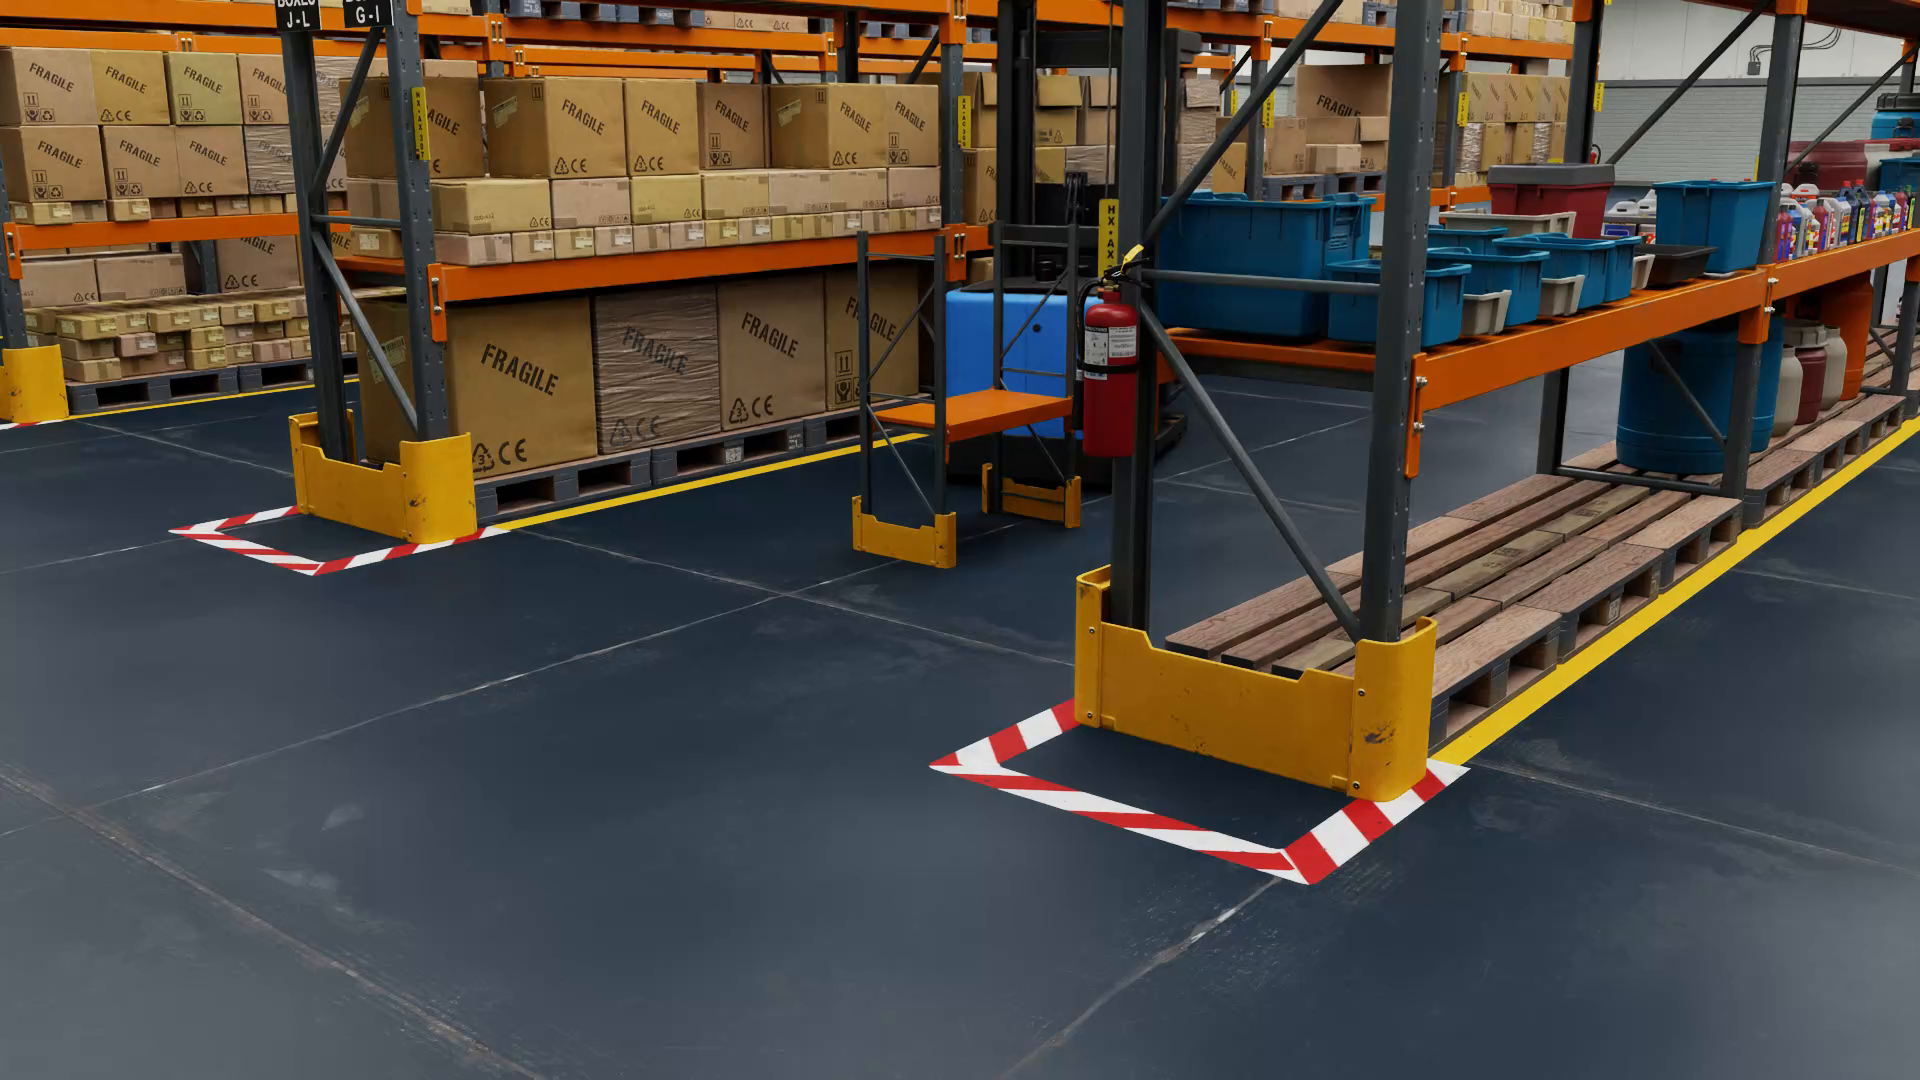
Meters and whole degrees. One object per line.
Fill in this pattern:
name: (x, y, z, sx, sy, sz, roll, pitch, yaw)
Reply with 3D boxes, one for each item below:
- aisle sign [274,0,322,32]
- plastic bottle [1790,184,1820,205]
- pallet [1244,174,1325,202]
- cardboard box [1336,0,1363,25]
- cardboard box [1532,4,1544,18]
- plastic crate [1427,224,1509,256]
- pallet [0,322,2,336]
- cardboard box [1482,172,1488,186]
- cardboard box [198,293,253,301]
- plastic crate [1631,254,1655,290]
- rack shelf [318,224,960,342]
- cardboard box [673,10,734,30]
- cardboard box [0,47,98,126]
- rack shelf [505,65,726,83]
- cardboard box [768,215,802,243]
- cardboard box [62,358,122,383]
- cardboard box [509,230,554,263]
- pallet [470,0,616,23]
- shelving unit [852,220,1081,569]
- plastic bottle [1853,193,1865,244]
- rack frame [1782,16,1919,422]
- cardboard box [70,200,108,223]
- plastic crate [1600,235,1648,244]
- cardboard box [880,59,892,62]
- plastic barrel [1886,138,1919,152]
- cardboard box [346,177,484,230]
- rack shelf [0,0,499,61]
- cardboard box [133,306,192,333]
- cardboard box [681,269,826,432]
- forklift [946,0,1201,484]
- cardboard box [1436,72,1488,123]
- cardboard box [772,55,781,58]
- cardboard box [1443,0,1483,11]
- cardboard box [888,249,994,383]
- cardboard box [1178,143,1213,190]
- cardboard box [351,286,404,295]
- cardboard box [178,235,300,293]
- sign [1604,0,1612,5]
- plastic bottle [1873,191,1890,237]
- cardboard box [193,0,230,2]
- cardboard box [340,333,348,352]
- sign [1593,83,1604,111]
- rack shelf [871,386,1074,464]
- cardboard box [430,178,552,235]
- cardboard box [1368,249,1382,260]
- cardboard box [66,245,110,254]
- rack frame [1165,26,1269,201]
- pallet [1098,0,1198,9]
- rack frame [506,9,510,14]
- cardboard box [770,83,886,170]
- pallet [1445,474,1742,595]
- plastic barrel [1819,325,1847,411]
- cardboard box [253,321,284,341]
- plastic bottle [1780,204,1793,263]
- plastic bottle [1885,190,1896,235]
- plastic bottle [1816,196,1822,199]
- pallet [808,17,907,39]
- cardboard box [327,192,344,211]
aisle sign: (-3.198, -2.845, 7.951, 0.394, 0.787, 0.004, 11, 18, 38)
plastic bottle: (5.556, -2.202, 10.950, 0.152, 0.276, 0.135, 11, 18, 38)
pallet: (2.474, -3.145, 14.800, 1.213, 0.211, 1.003, 11, 18, 38)
cardboard box: (3.240, -4.715, 14.802, 0.500, 0.250, 0.500, 12, 18, 39)
cardboard box: (6.173, -5.796, 18.251, 0.380, 0.149, 0.250, 10, 17, 35)
plastic crate: (2.024, -1.167, 6.843, 0.416, 0.233, 0.300, 11, 18, 38)
pallet: (-9.419, -2.133, 16.089, 1.003, 0.211, 1.213, 11, 18, 38)
cardboard box: (5.444, -3.871, 17.779, 0.380, 0.149, 0.250, 11, 18, 38)
cardboard box: (-5.722, -1.832, 12.971, 0.380, 0.149, 0.250, 11, 18, 36)
plastic crate: (2.586, -1.074, 6.671, 0.293, 0.136, 0.466, 11, 18, 38)
rack shelf: (-1.663, -1.587, 9.739, 1.077, 0.370, 4.000, 11, 18, 38)
cardboard box: (-2.469, -5.032, 15.545, 0.500, 0.500, 0.500, 11, 18, 38)
cardboard box: (-6.225, -3.062, 11.245, 0.500, 0.500, 0.500, 11, 18, 37)
rack shelf: (-5.692, -7.640, 27.474, 1.077, 0.370, 4.000, 11, 18, 38)
cardboard box: (-1.150, -1.842, 9.791, 0.380, 0.149, 0.250, 11, 18, 37)
cardboard box: (-6.136, -1.212, 11.740, 0.380, 0.149, 0.250, 12, 18, 39)
cardboard box: (-2.280, -1.497, 8.435, 0.380, 0.149, 0.250, 11, 18, 37)
pallet: (-3.729, -4.570, 14.310, 1.213, 0.211, 1.003, 11, 18, 38)
shelving unit: (0.048, -0.742, 7.996, 0.587, 1.500, 1.083, 11, 18, 38)
plastic bottle: (5.120, -1.838, 9.505, 0.061, 0.283, 0.133, 11, 18, 38)
rack frame: (5.961, -2.318, 11.157, 1.000, 3.000, 0.127, 11, 18, 38)
cardboard box: (-6.128, -2.284, 11.533, 0.380, 0.149, 0.250, 12, 19, 40)
plastic crate: (3.043, -1.387, 7.903, 0.396, 0.136, 0.243, 11, 18, 38)
cardboard box: (-1.233, -7.179, 24.710, 0.380, 0.149, 0.250, 11, 18, 37)
plastic barrel: (7.703, -3.001, 13.568, 0.433, 0.535, 0.433, 0, 14, 0)
cardboard box: (-2.821, -1.758, 8.652, 0.500, 0.250, 0.500, 11, 18, 37)
rack shelf: (-5.457, -3.828, 12.468, 1.077, 0.370, 4.000, 11, 18, 38)
cardboard box: (-5.783, -1.597, 12.048, 0.380, 0.149, 0.250, 11, 18, 37)
cardboard box: (-1.448, -1.206, 10.241, 0.875, 0.875, 0.875, 11, 18, 38)
forklift: (0.828, -2.040, 10.199, 1.130, 2.935, 3.031, 5, 15, 18)
cardboard box: (5.103, -4.575, 17.202, 0.500, 0.500, 0.500, 11, 18, 38)
cardboard box: (-2.695, -6.738, 22.974, 0.380, 0.149, 0.250, 11, 18, 37)
cardboard box: (5.066, -5.440, 16.847, 0.380, 0.149, 0.250, 11, 18, 36)
cardboard box: (-0.019, -1.618, 11.863, 1.225, 0.875, 0.875, 11, 18, 38)
cardboard box: (1.673, -2.906, 13.266, 0.500, 0.500, 0.500, 11, 18, 37)
cardboard box: (-4.725, -1.966, 13.498, 0.380, 0.149, 0.250, 12, 19, 39)
cardboard box: (-7.786, -3.157, 17.921, 0.875, 0.875, 0.875, 12, 19, 39)
sign: (7.556, -6.410, 19.373, 0.100, 0.325, 0.005, 11, 18, 38)
plastic bottle: (5.562, -1.974, 10.064, 0.097, 0.271, 0.097, 0, 14, 0)
cardboard box: (-5.585, -3.968, 11.863, 0.500, 0.250, 0.500, 11, 18, 36)
cardboard box: (-5.048, -1.562, 13.116, 0.380, 0.149, 0.250, 12, 18, 39)
sign: (7.556, -5.242, 19.670, 0.100, 0.325, 0.005, 11, 18, 38)
rack shelf: (0.054, -0.569, 8.047, 0.538, 0.185, 1.000, 11, 18, 38)
cardboard box: (-2.408, -1.674, 8.322, 0.500, 0.250, 0.500, 11, 18, 36)
cardboard box: (3.905, -2.650, 16.645, 0.700, 0.500, 0.500, 11, 18, 37)
cardboard box: (-11.171, -3.773, 21.107, 0.500, 0.500, 0.500, 11, 18, 37)
rack frame: (2.108, -3.085, 14.174, 1.000, 3.000, 0.127, 11, 18, 38)
pallet: (1.045, -4.101, 12.465, 1.003, 0.211, 1.213, 12, 19, 40)
rack frame: (-5.600, -7.526, 19.472, 1.000, 3.000, 0.127, 11, 18, 38)
cardboard box: (-0.805, -2.529, 10.163, 0.500, 0.500, 0.500, 11, 18, 38)
pallet: (3.015, -0.054, 7.907, 1.003, 0.211, 1.213, 11, 18, 38)
plastic barrel: (5.381, -1.098, 10.552, 0.421, 0.512, 0.421, 0, 14, 0)
cardboard box: (-5.407, -1.627, 12.767, 0.380, 0.149, 0.250, 12, 19, 40)
plastic bottle: (4.093, -1.526, 8.273, 0.061, 0.283, 0.133, 11, 18, 38)
plastic bottle: (5.684, -2.012, 10.211, 0.097, 0.271, 0.097, 0, 14, 0)
plastic bottle: (4.866, -1.819, 9.452, 0.097, 0.271, 0.097, 0, 14, 0)
pallet: (-1.322, -5.366, 17.443, 1.213, 0.211, 1.003, 12, 19, 40)
cardboard box: (-5.019, -2.642, 12.942, 0.380, 0.149, 0.250, 11, 18, 37)
